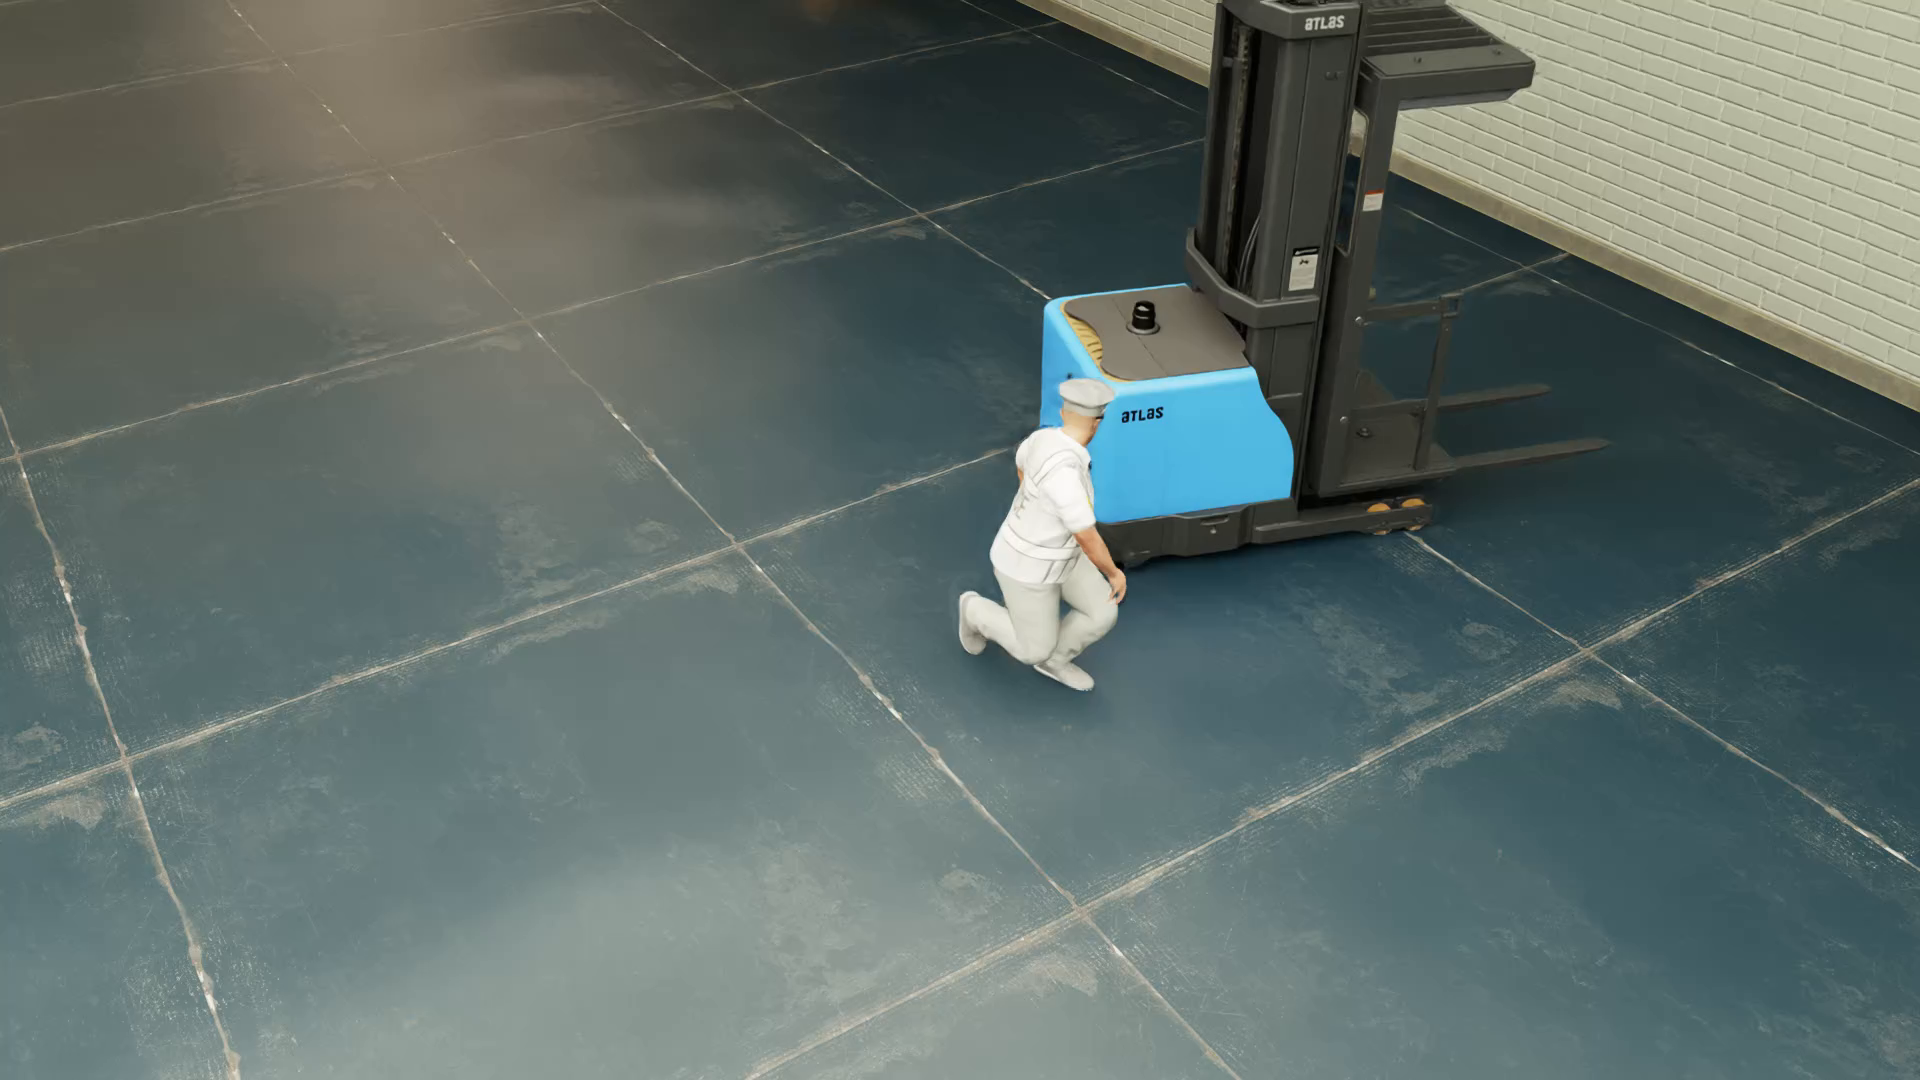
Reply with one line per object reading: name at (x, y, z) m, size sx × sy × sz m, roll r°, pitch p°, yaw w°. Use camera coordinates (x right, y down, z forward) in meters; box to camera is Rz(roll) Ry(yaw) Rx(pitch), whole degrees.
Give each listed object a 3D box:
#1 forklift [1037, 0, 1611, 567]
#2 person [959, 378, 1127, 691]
forklift at (1.995, -1.511, 8.298) m, size 3.031 × 2.935 × 1.130 m, roll -8°, pitch 36°, yaw -12°
person at (0.392, -0.014, 7.433) m, size 0.830 × 1.531 × 0.654 m, roll 13°, pitch 37°, yaw 18°
